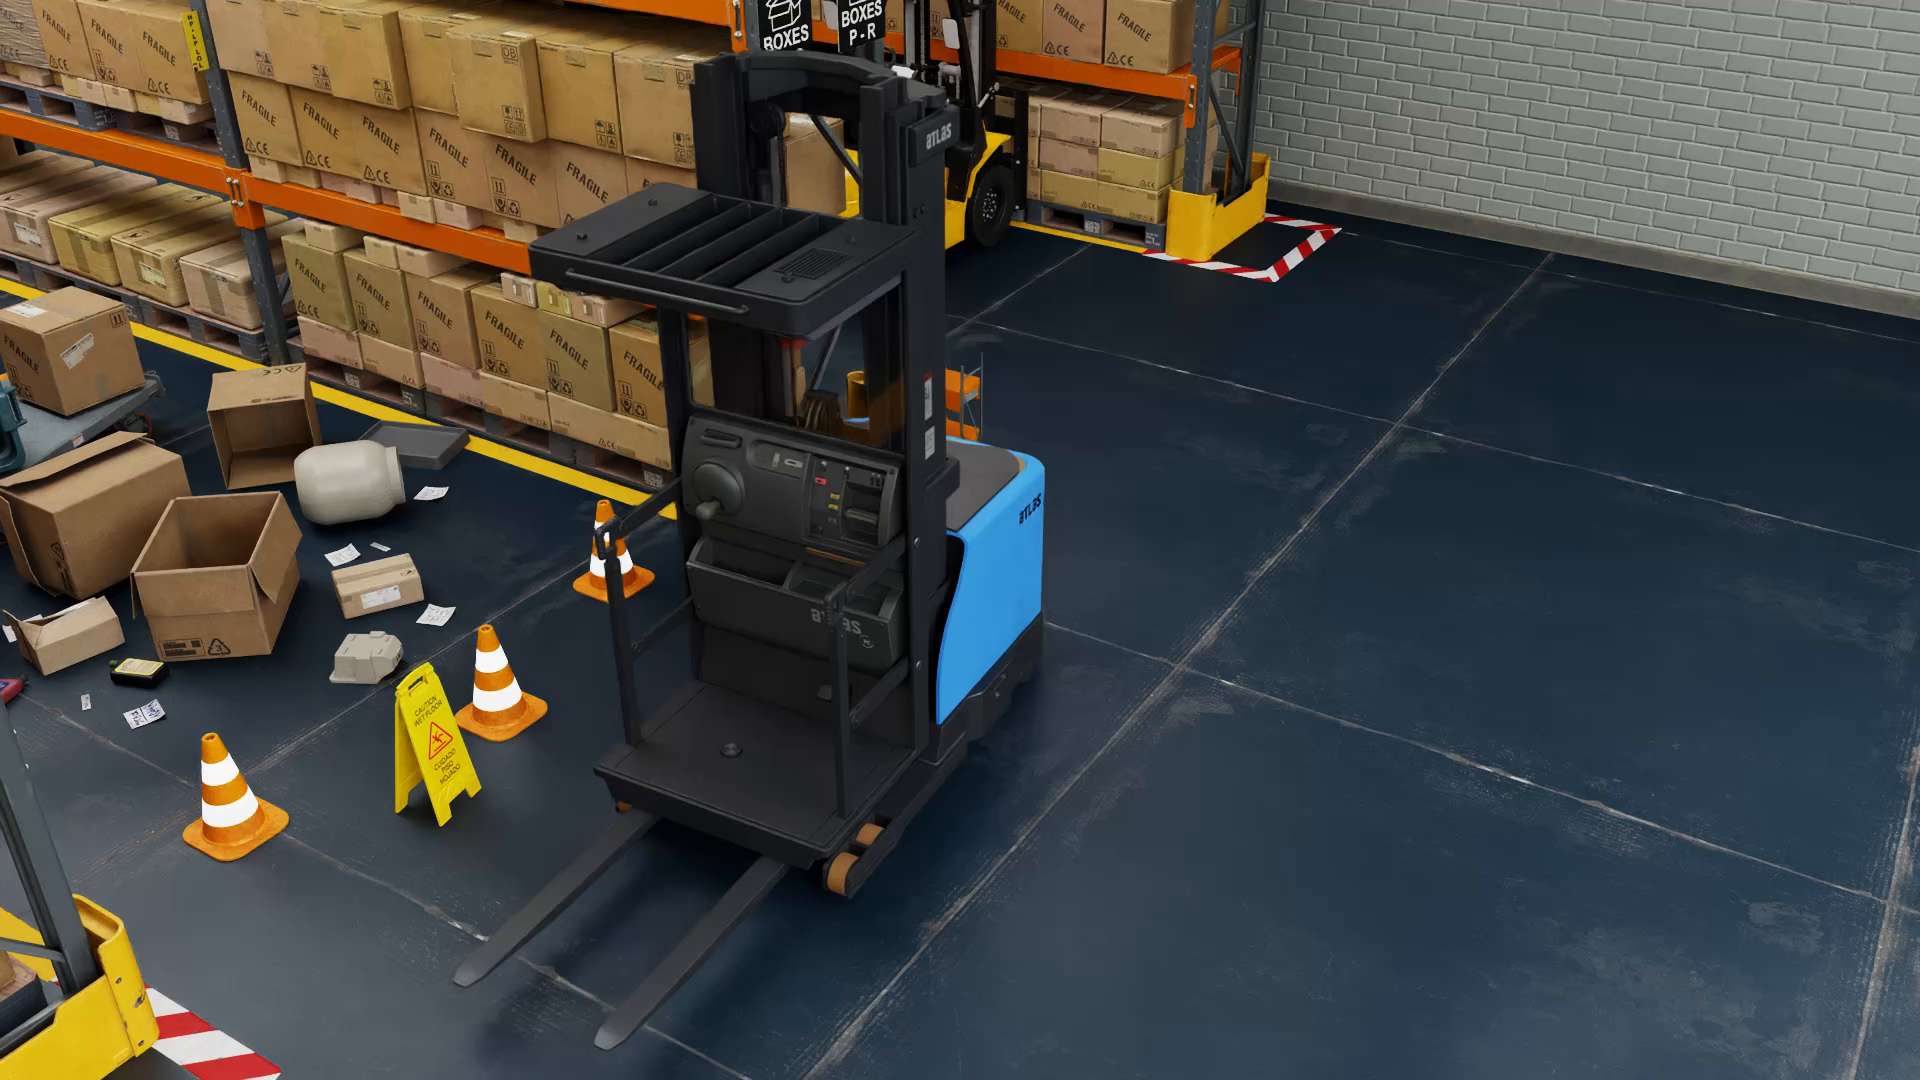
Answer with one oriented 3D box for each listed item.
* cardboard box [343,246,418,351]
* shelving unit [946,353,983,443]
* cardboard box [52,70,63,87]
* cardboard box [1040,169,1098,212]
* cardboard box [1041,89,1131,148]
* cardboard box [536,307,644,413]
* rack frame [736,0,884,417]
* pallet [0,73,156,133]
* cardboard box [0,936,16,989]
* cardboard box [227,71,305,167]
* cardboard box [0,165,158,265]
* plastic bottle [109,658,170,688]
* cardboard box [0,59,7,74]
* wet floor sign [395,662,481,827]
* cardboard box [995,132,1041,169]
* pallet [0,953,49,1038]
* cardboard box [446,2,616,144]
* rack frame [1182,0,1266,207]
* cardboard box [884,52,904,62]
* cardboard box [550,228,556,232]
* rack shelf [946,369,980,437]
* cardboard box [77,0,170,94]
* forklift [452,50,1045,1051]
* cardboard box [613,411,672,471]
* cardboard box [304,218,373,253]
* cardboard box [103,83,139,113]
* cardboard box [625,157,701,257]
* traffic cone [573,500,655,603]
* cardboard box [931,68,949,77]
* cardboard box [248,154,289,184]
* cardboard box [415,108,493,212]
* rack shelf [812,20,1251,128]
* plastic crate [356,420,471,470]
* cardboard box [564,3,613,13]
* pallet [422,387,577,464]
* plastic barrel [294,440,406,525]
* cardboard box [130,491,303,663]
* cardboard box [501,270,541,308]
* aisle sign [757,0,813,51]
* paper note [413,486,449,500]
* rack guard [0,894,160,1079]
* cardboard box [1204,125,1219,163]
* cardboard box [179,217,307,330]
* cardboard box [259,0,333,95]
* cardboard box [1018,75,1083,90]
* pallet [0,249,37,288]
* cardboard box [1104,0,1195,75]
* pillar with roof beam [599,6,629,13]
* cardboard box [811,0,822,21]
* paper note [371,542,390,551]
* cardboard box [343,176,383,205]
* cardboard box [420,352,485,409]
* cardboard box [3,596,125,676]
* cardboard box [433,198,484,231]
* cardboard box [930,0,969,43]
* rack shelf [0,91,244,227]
[{"bbox_3d":[-3.265,-1.494,9.902,0.500,0.500,0.500,19,35,29],"label":"cardboard box"},{"bbox_3d":[-0.045,-0.468,8.510,0.252,1.050,0.215,18,35,27],"label":"shelving unit"},{"bbox_3d":[-5.688,-3.075,10.877,0.250,0.149,0.380,16,34,26],"label":"cardboard box"},{"bbox_3d":[0.961,-2.758,12.813,0.500,0.250,0.500,18,35,27],"label":"cardboard box"},{"bbox_3d":[0.951,-3.186,12.555,0.500,0.250,0.500,18,35,28],"label":"cardboard box"},{"bbox_3d":[-1.954,-1.076,9.185,0.500,0.500,0.500,19,35,29],"label":"cardboard box"},{"bbox_3d":[-0.693,-1.517,8.373,0.127,3.000,1.000,18,35,27],"label":"rack frame"},{"bbox_3d":[-5.770,-3.064,11.216,1.213,0.211,1.003,18,35,27],"label":"pallet"},{"bbox_3d":[-3.848,1.206,5.398,0.875,0.875,0.875,18,35,28],"label":"cardboard box"},{"bbox_3d":[-3.856,-2.523,9.704,0.500,0.500,0.500,17,35,27],"label":"cardboard box"},{"bbox_3d":[-6.366,-2.356,12.003,0.625,0.372,0.950,17,34,26],"label":"cardboard box"},{"bbox_3d":[-3.803,0.606,7.650,0.283,0.061,0.133,6,31,10],"label":"plastic bottle"},{"bbox_3d":[-6.396,-3.269,11.210,0.250,0.149,0.380,20,36,30],"label":"cardboard box"},{"bbox_3d":[-2.162,0.803,6.734,0.232,0.644,0.267,12,32,19],"label":"wet floor sign"},{"bbox_3d":[0.497,-3.111,12.922,0.500,0.250,0.500,17,34,26],"label":"cardboard box"},{"bbox_3d":[-3.958,1.647,5.718,1.213,0.211,1.003,18,35,27],"label":"pallet"},{"bbox_3d":[-2.153,-2.395,8.493,0.500,0.500,0.700,17,34,27],"label":"cardboard box"},{"bbox_3d":[1.943,-3.636,12.006,0.127,3.000,1.000,18,35,27],"label":"rack frame"},{"bbox_3d":[-0.488,-3.955,13.872,0.500,0.250,0.500,17,34,27],"label":"cardboard box"},{"bbox_3d":[-1.979,-1.700,8.937,0.250,0.149,0.380,18,35,28],"label":"cardboard box"},{"bbox_3d":[-0.045,-0.704,8.372,0.240,0.259,0.215,18,35,27],"label":"rack shelf"},{"bbox_3d":[-5.015,-3.099,10.275,0.500,0.500,0.500,18,35,28],"label":"cardboard box"},{"bbox_3d":[-0.747,-0.154,6.106,1.130,2.935,3.031,15,33,24],"label":"forklift"},{"bbox_3d":[-1.541,-0.619,9.145,0.500,0.250,0.500,17,34,27],"label":"cardboard box"},{"bbox_3d":[-3.651,-1.854,9.875,0.250,0.149,0.380,18,35,28],"label":"cardboard box"},{"bbox_3d":[-5.115,-2.813,10.428,0.250,0.149,0.380,17,34,27],"label":"cardboard box"},{"bbox_3d":[-1.299,-1.716,8.321,0.500,0.500,0.500,17,34,26],"label":"cardboard box"},{"bbox_3d":[-1.743,0.014,8.266,0.334,0.463,0.336,18,35,27],"label":"traffic cone"},{"bbox_3d":[-0.347,-3.600,13.264,0.500,0.250,0.500,19,35,29],"label":"cardboard box"},{"bbox_3d":[-3.984,-2.258,9.894,0.250,0.149,0.380,17,34,27],"label":"cardboard box"},{"bbox_3d":[-2.562,-2.132,9.033,0.500,0.500,0.500,18,35,28],"label":"cardboard box"},{"bbox_3d":[0.249,-3.861,13.106,4.000,0.370,1.077,18,35,27],"label":"rack shelf"},{"bbox_3d":[-3.187,-0.557,9.625,0.583,0.080,0.402,6,31,10],"label":"plastic crate"},{"bbox_3d":[-3.754,-4.590,15.582,0.625,0.625,0.875,19,35,29],"label":"cardboard box"},{"bbox_3d":[-2.456,-0.893,10.070,1.213,0.211,1.003,18,35,27],"label":"pallet"},{"bbox_3d":[-3.247,-0.311,8.863,0.512,0.421,0.421,-9,32,-15],"label":"plastic barrel"},{"bbox_3d":[-3.526,0.172,7.957,0.637,0.503,0.797,-4,30,-7],"label":"cardboard box"},{"bbox_3d":[-2.290,-1.428,9.144,0.250,0.149,0.380,19,35,29],"label":"cardboard box"},{"bbox_3d":[-0.795,-2.499,7.477,0.004,0.787,0.394,18,35,27],"label":"aisle sign"},{"bbox_3d":[-2.914,-0.262,9.168,0.148,0.019,0.142,6,31,10],"label":"paper note"},{"bbox_3d":[-3.218,1.709,5.324,0.348,0.500,1.175,18,35,27],"label":"rack guard"},{"bbox_3d":[1.655,-3.060,12.835,0.500,0.250,0.500,18,35,28],"label":"cardboard box"},{"bbox_3d":[-4.526,-1.774,11.005,0.625,0.372,0.950,18,35,28],"label":"cardboard box"},{"bbox_3d":[-3.402,-2.835,9.247,0.500,0.500,0.700,18,35,28],"label":"cardboard box"},{"bbox_3d":[0.793,-3.542,13.165,0.500,0.250,0.500,17,34,27],"label":"cardboard box"},{"bbox_3d":[-6.808,-2.245,12.389,1.213,0.211,1.003,18,35,27],"label":"pallet"},{"bbox_3d":[1.386,-3.699,12.015,0.500,0.500,0.500,17,34,26],"label":"cardboard box"},{"bbox_3d":[-5.538,-6.569,11.079,0.400,9.000,9.100,18,35,27],"label":"pillar with roof beam"},{"bbox_3d":[-1.208,-4.521,13.423,0.500,0.500,0.500,17,34,26],"label":"cardboard box"},{"bbox_3d":[-3.026,0.036,8.678,0.123,0.001,0.032,18,35,27],"label":"paper note"},{"bbox_3d":[-3.311,-2.074,9.577,0.250,0.149,0.380,19,35,29],"label":"cardboard box"},{"bbox_3d":[-2.816,-1.029,9.850,0.500,0.250,0.500,17,34,27],"label":"cardboard box"},{"bbox_3d":[-4.192,0.407,7.789,0.258,0.266,0.396,24,38,35],"label":"cardboard box"},{"bbox_3d":[-2.678,-1.856,9.204,0.250,0.149,0.380,17,34,27],"label":"cardboard box"},{"bbox_3d":[0.086,-4.109,12.718,0.500,0.500,0.500,18,35,28],"label":"cardboard box"},{"bbox_3d":[-5.775,-2.813,11.309,4.000,0.370,1.077,18,35,27],"label":"rack shelf"}]
